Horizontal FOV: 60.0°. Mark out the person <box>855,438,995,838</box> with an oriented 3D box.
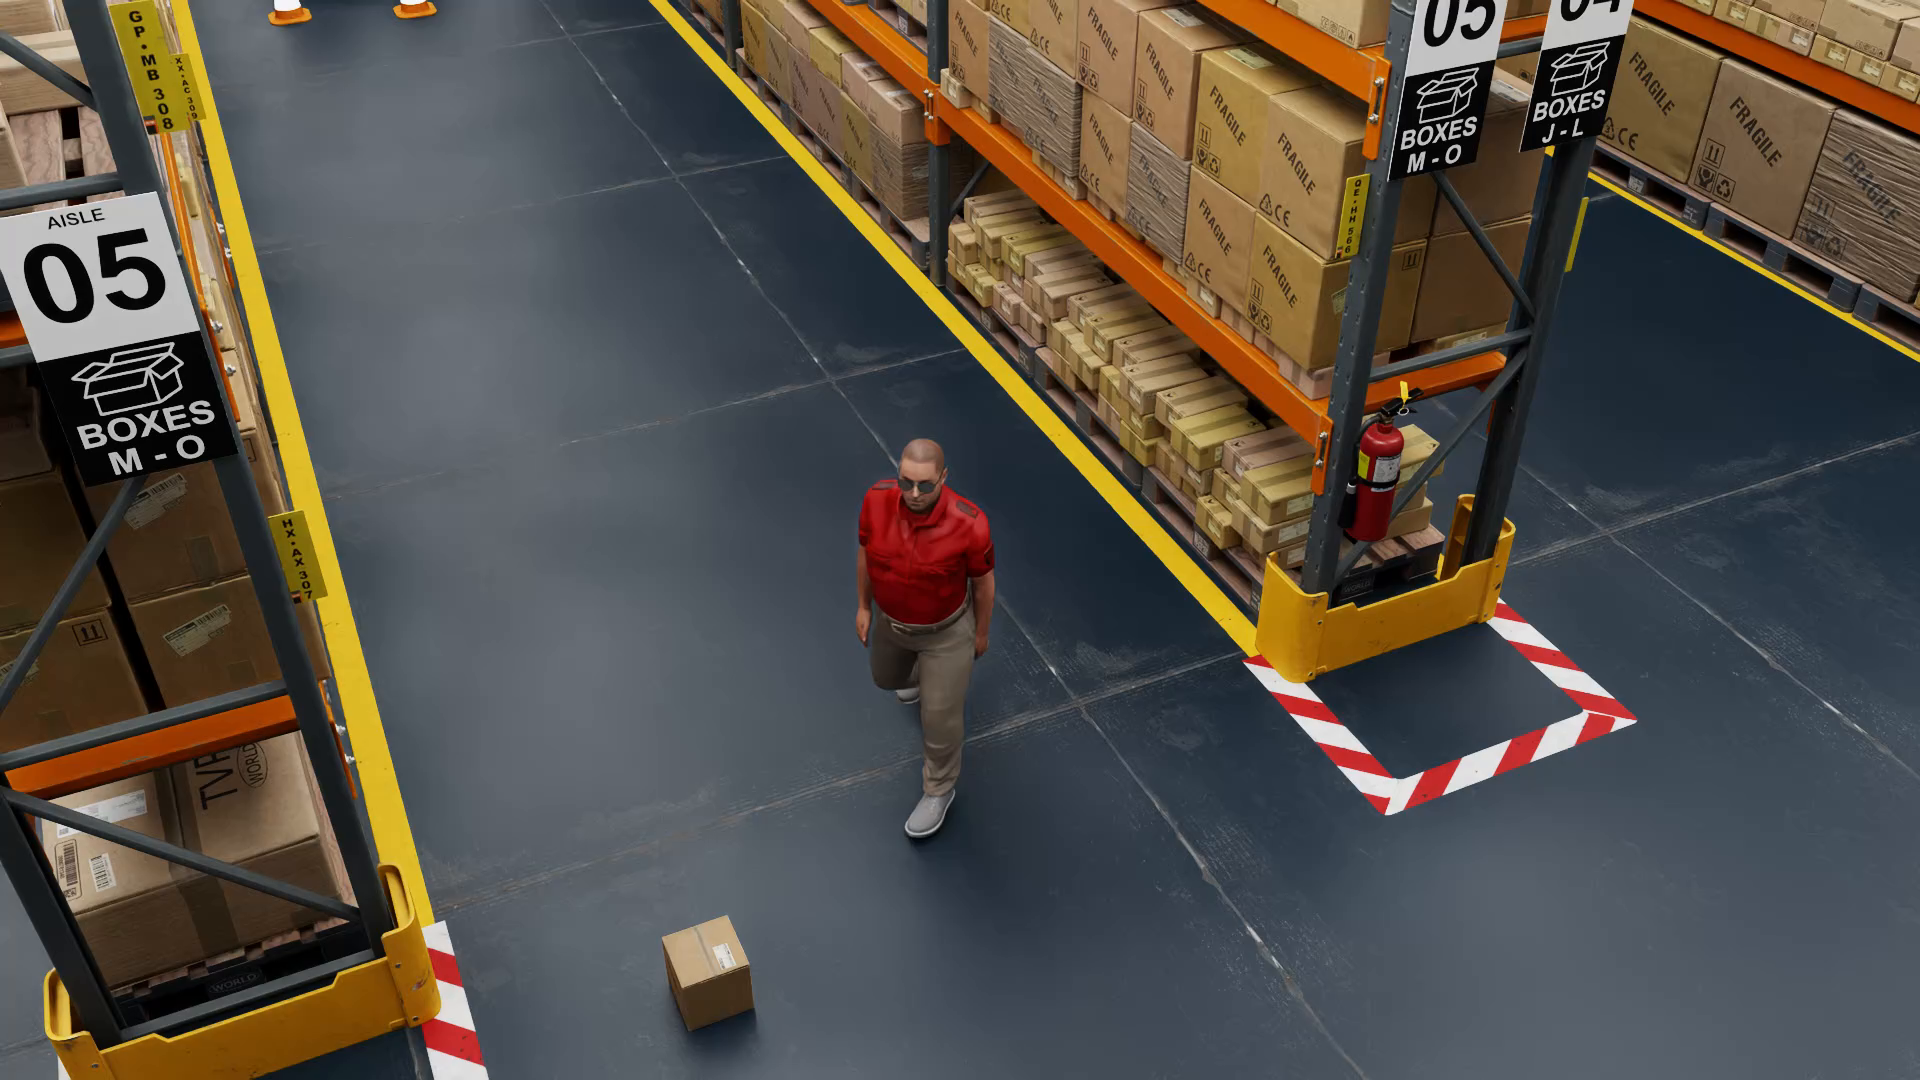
[{"bbox_3d":[-0.127,0.262,6.498,0.592,1.708,0.841,17,40,21],"label":"person"}]
